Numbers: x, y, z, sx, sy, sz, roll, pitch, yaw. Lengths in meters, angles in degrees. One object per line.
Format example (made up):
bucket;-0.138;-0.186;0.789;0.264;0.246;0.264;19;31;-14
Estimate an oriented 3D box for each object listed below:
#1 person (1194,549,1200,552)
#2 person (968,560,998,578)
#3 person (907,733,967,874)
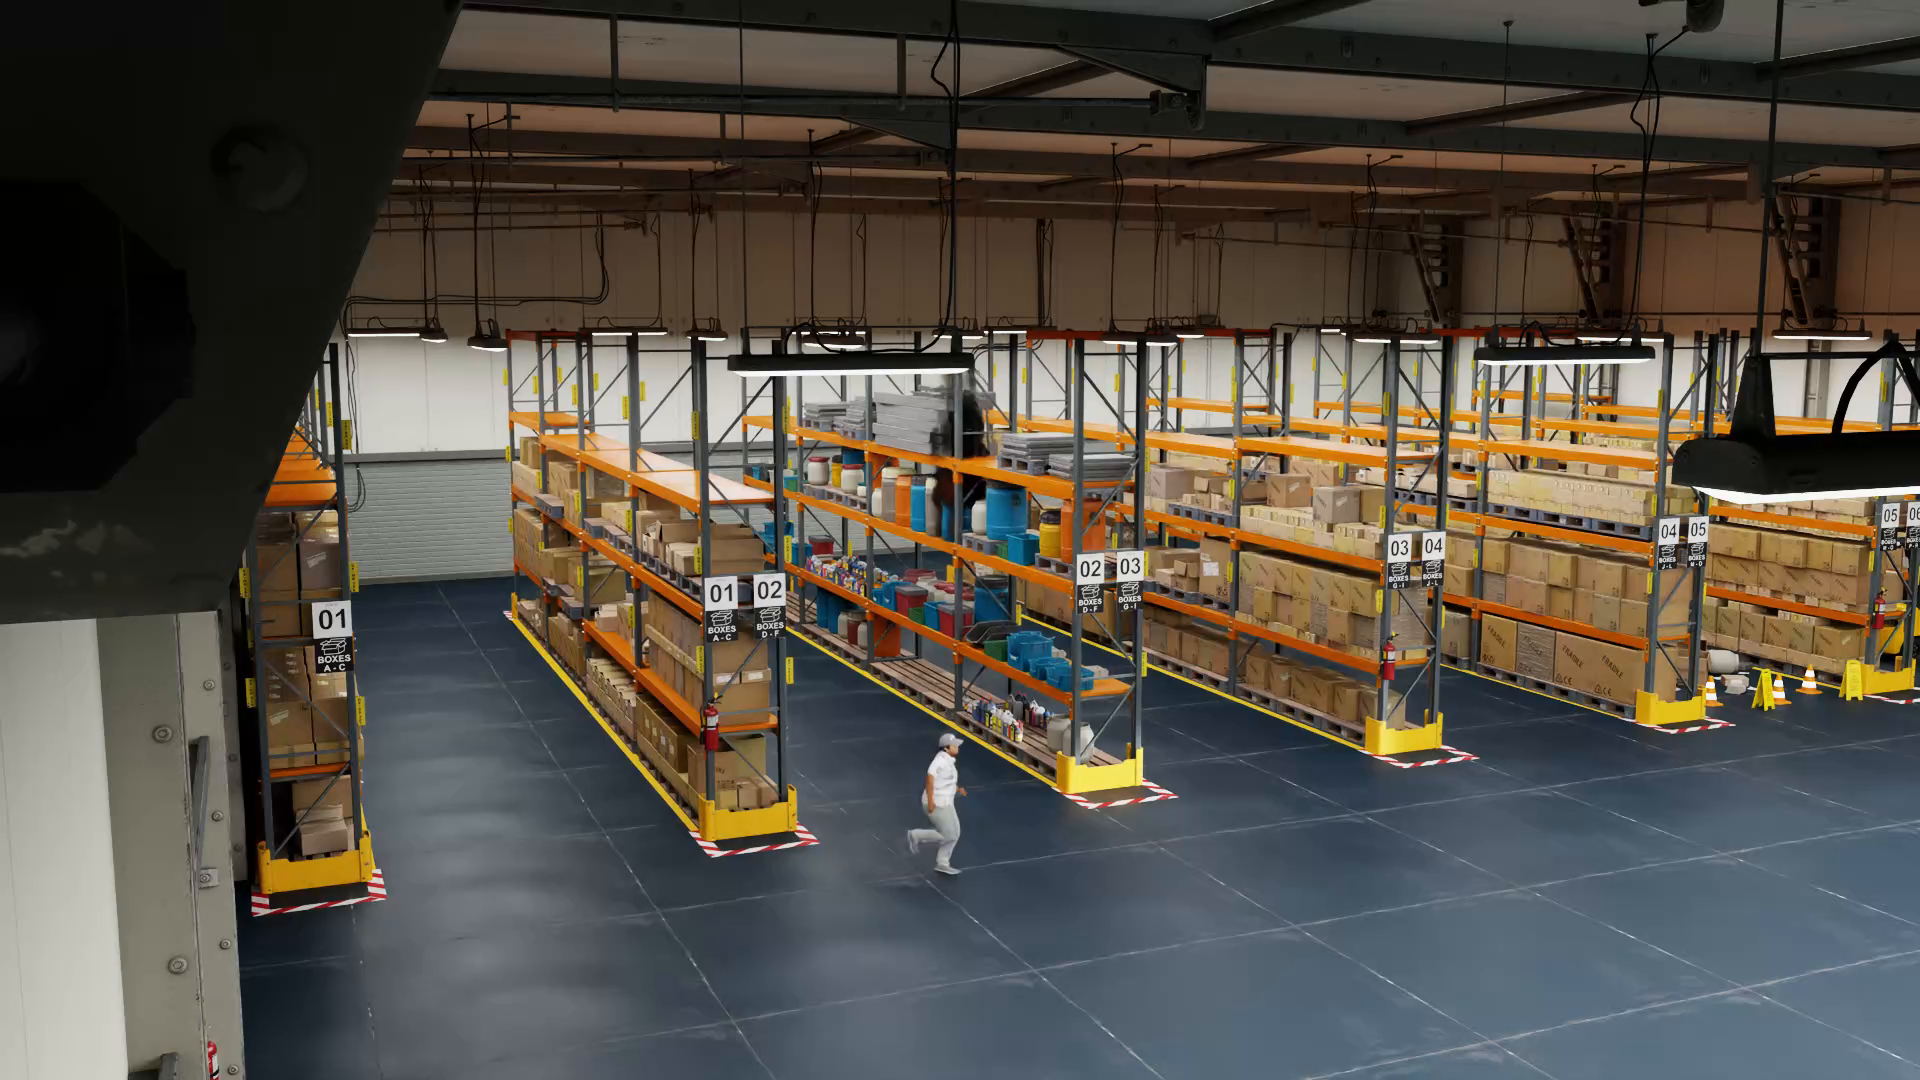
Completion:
person;5.176;0.761;34.824;0.649;1.703;0.707;-5;9;-33
person;0.478;0.791;34.497;0.691;1.784;0.850;-4;9;-25
person;-0.262;2.999;18.890;0.663;1.629;0.639;1;8;8
